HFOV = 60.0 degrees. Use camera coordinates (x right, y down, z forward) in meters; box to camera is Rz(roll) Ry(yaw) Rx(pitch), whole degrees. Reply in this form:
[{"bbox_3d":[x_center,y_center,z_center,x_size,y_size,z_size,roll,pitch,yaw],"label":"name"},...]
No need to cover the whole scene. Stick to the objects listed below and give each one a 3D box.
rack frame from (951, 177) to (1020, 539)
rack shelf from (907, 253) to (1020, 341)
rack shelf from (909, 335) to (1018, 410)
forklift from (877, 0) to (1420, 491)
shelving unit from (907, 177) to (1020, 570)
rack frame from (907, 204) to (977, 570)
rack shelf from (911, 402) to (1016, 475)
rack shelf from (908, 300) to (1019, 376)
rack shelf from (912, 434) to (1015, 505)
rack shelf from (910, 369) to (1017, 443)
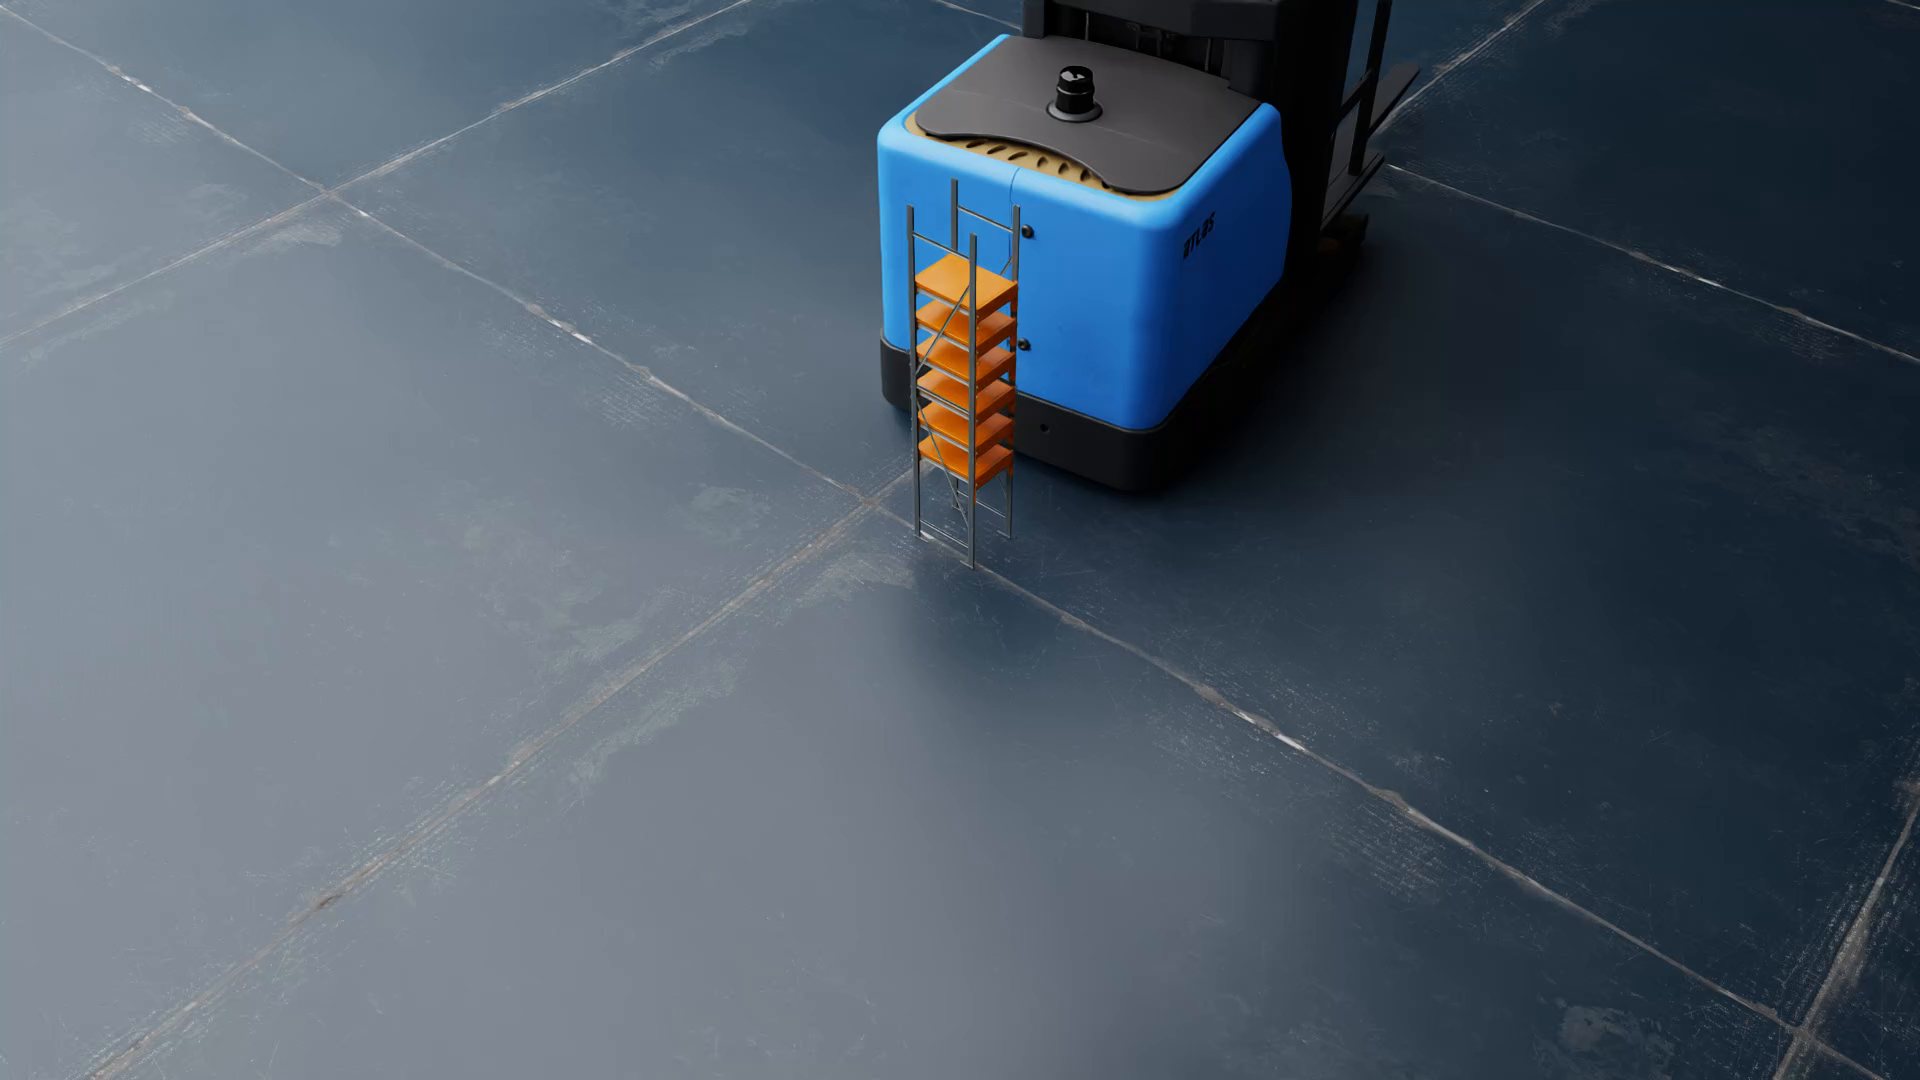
[{"bbox_3d":[0.068,-0.498,4.906,0.240,1.200,0.006,29,50,28],"label":"rack frame"},{"bbox_3d":[0.009,-0.685,4.642,0.258,0.103,0.180,29,50,28],"label":"rack shelf"},{"bbox_3d":[0.009,-0.507,4.804,0.258,0.103,0.180,29,50,28],"label":"rack shelf"},{"bbox_3d":[0.920,-2.214,5.506,1.130,2.935,3.031,22,47,22],"label":"forklift"},{"bbox_3d":[0.009,-0.451,4.855,0.258,1.200,0.189,29,50,28],"label":"shelving unit"},{"bbox_3d":[-0.050,-0.404,4.803,0.240,1.200,0.006,29,50,28],"label":"rack frame"},{"bbox_3d":[0.009,-0.330,4.965,0.258,0.103,0.180,29,50,28],"label":"rack shelf"},{"bbox_3d":[0.009,-0.596,4.723,0.258,0.103,0.180,29,50,28],"label":"rack shelf"},{"bbox_3d":[0.009,-0.241,5.046,0.258,0.103,0.180,29,50,28],"label":"rack shelf"},{"bbox_3d":[0.009,-0.419,4.884,0.258,0.103,0.180,29,50,28],"label":"rack shelf"}]
